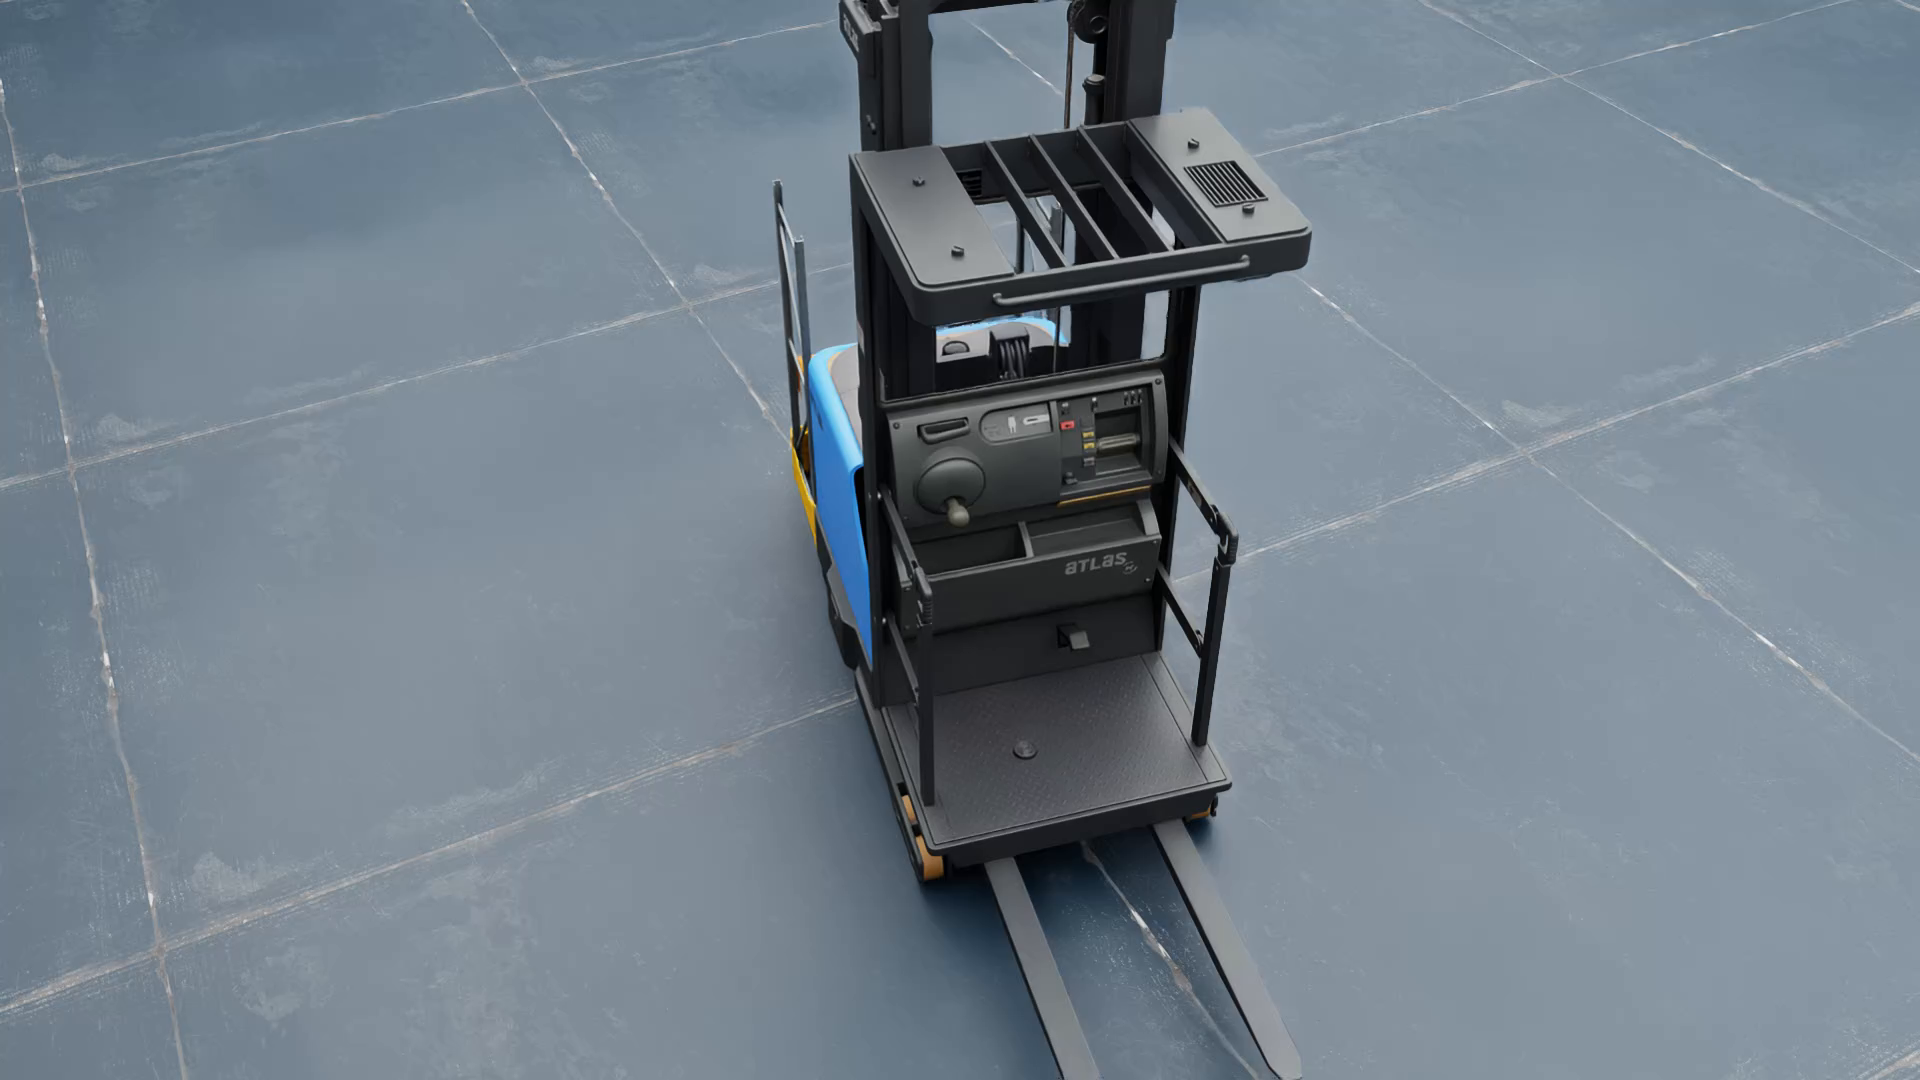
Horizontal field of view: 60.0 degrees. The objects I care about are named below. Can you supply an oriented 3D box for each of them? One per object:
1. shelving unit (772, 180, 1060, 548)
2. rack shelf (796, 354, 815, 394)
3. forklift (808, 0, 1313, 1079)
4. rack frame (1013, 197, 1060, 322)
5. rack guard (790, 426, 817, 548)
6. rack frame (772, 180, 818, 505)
[{"bbox_3d":[-0.168,-0.792,7.024,1.083,1.500,0.587,-10,41,-11],"label":"shelving unit"},{"bbox_3d":[-0.177,-0.653,7.139,1.000,0.185,0.538,-10,41,-11],"label":"rack shelf"},{"bbox_3d":[0.291,-0.212,5.232,1.130,2.935,3.031,-11,41,-12],"label":"forklift"},{"bbox_3d":[0.314,-0.875,7.123,0.032,1.500,0.500,-10,41,-11],"label":"rack frame"},{"bbox_3d":[-0.649,-0.231,7.329,0.087,0.250,0.587,-10,41,-11],"label":"rack guard"},{"bbox_3d":[-0.668,-0.705,6.922,0.032,1.500,0.500,-10,41,-11],"label":"rack frame"}]
